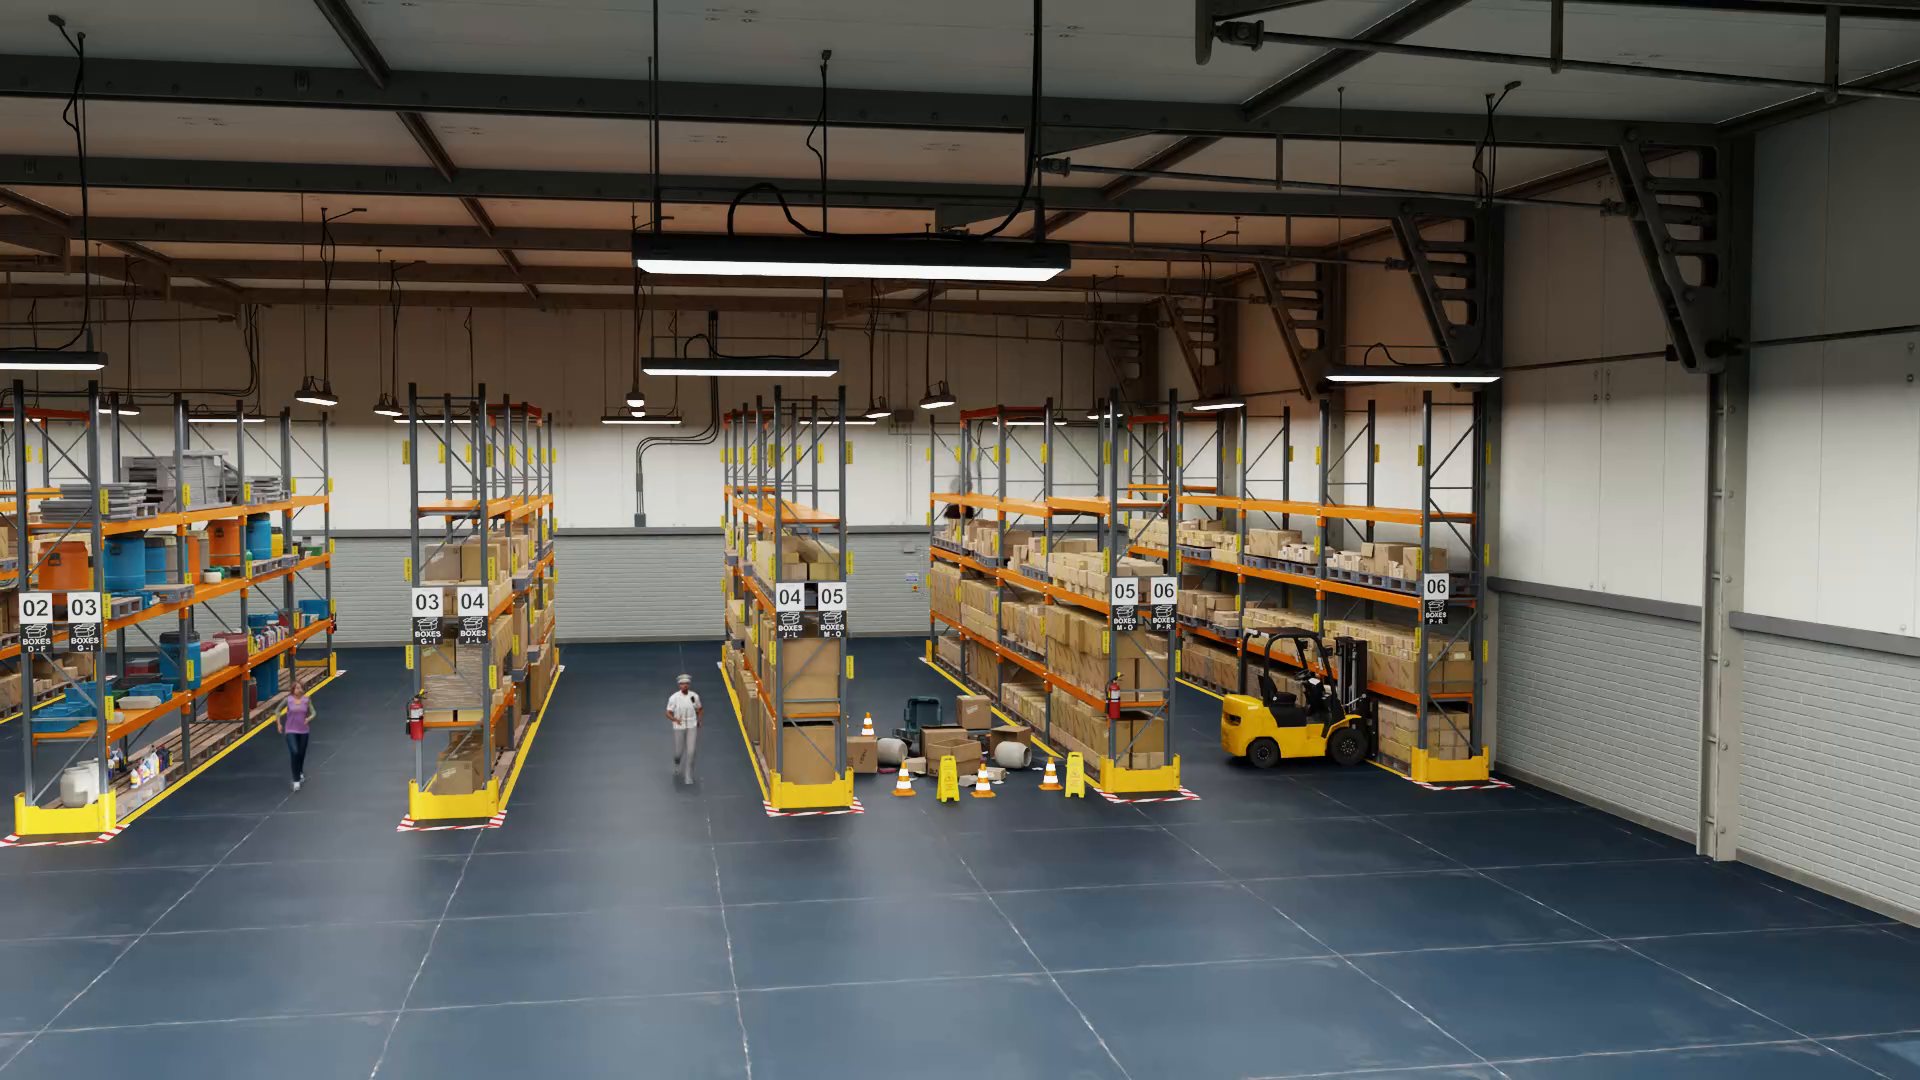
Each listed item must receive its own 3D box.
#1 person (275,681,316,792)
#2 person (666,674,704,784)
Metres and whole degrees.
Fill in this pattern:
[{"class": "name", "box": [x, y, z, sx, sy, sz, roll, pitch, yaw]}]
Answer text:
[{"class": "person", "box": [-10.008, 2.937, 25.099, 0.547, 1.639, 0.705, -2, 4, -35]}, {"class": "person", "box": [-4.205, 2.877, 25.509, 0.582, 1.656, 0.698, -1, 3, -17]}]
